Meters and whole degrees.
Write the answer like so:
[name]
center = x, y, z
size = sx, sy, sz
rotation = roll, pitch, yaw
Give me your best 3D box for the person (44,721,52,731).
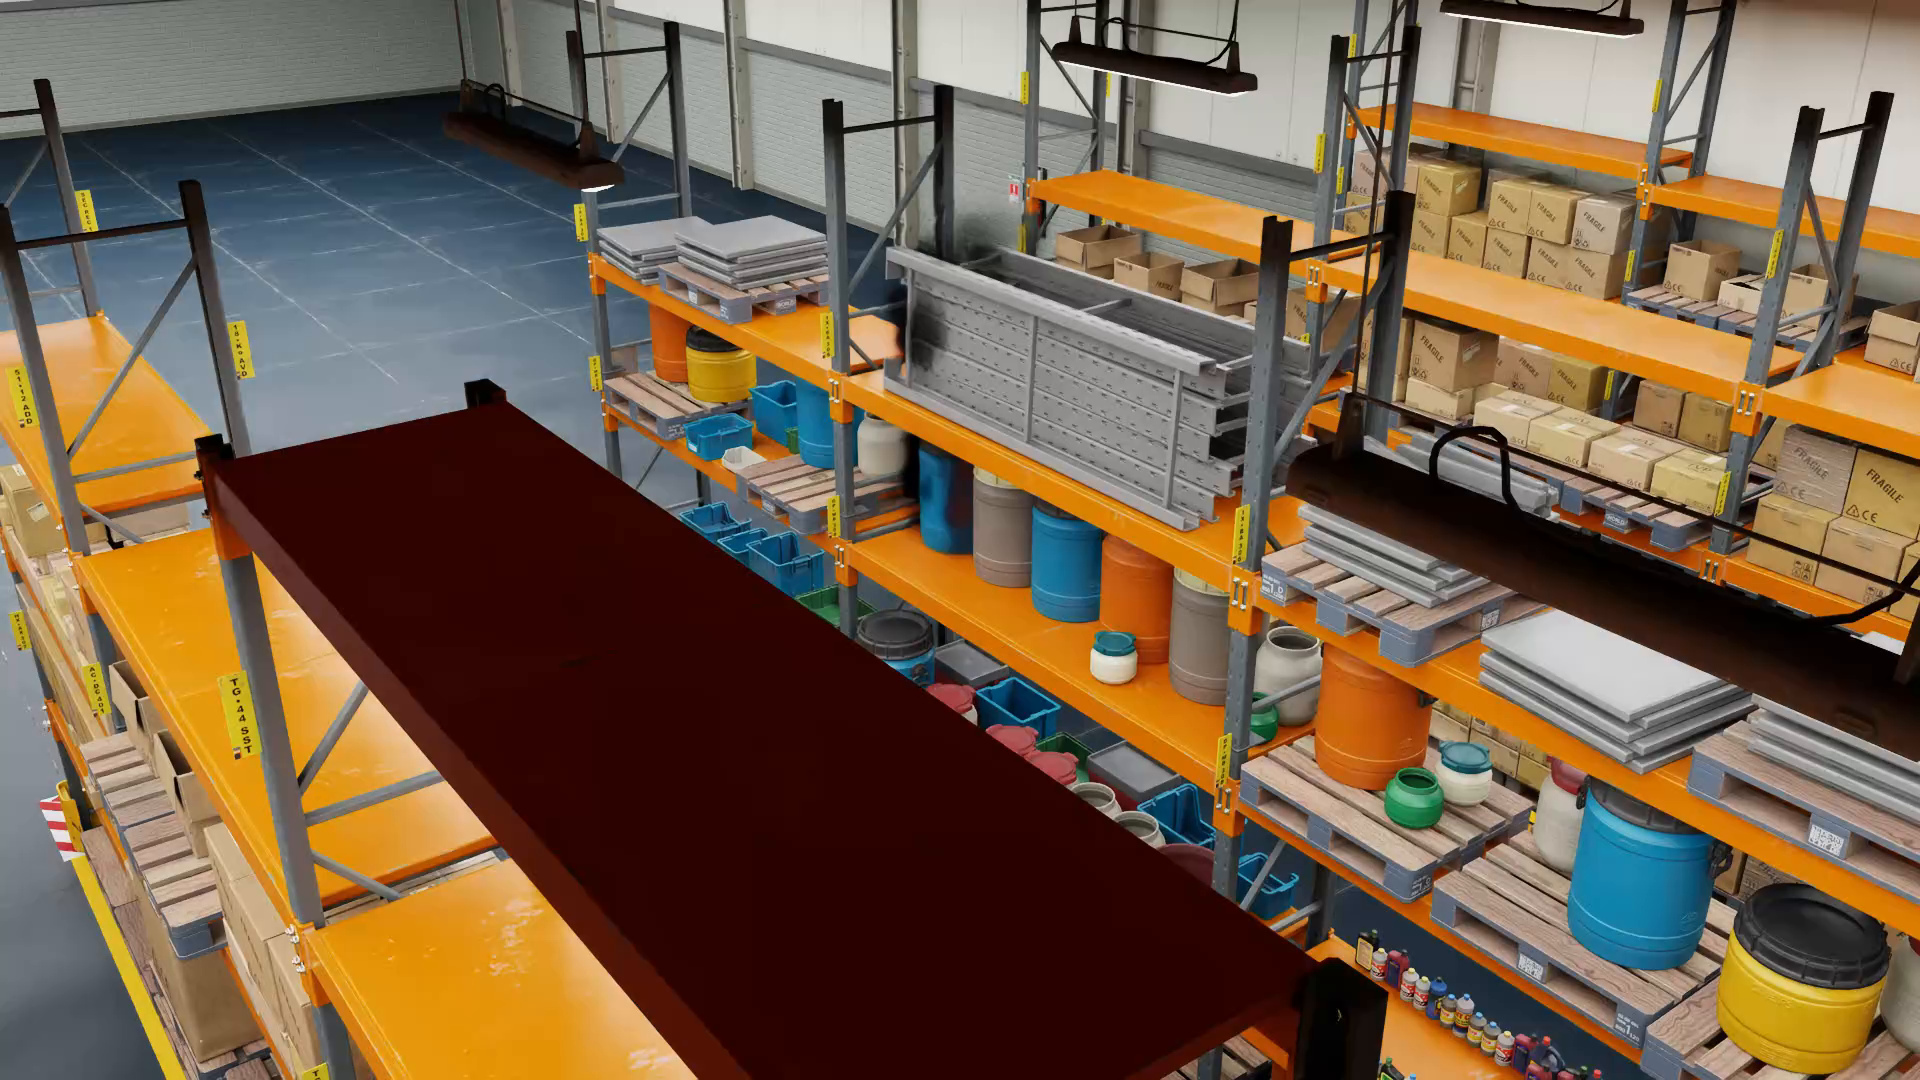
[person]
center = -7.948, 0.999, 14.895
size = 0.880, 1.596, 0.547
rotation = 0, 25, 1
